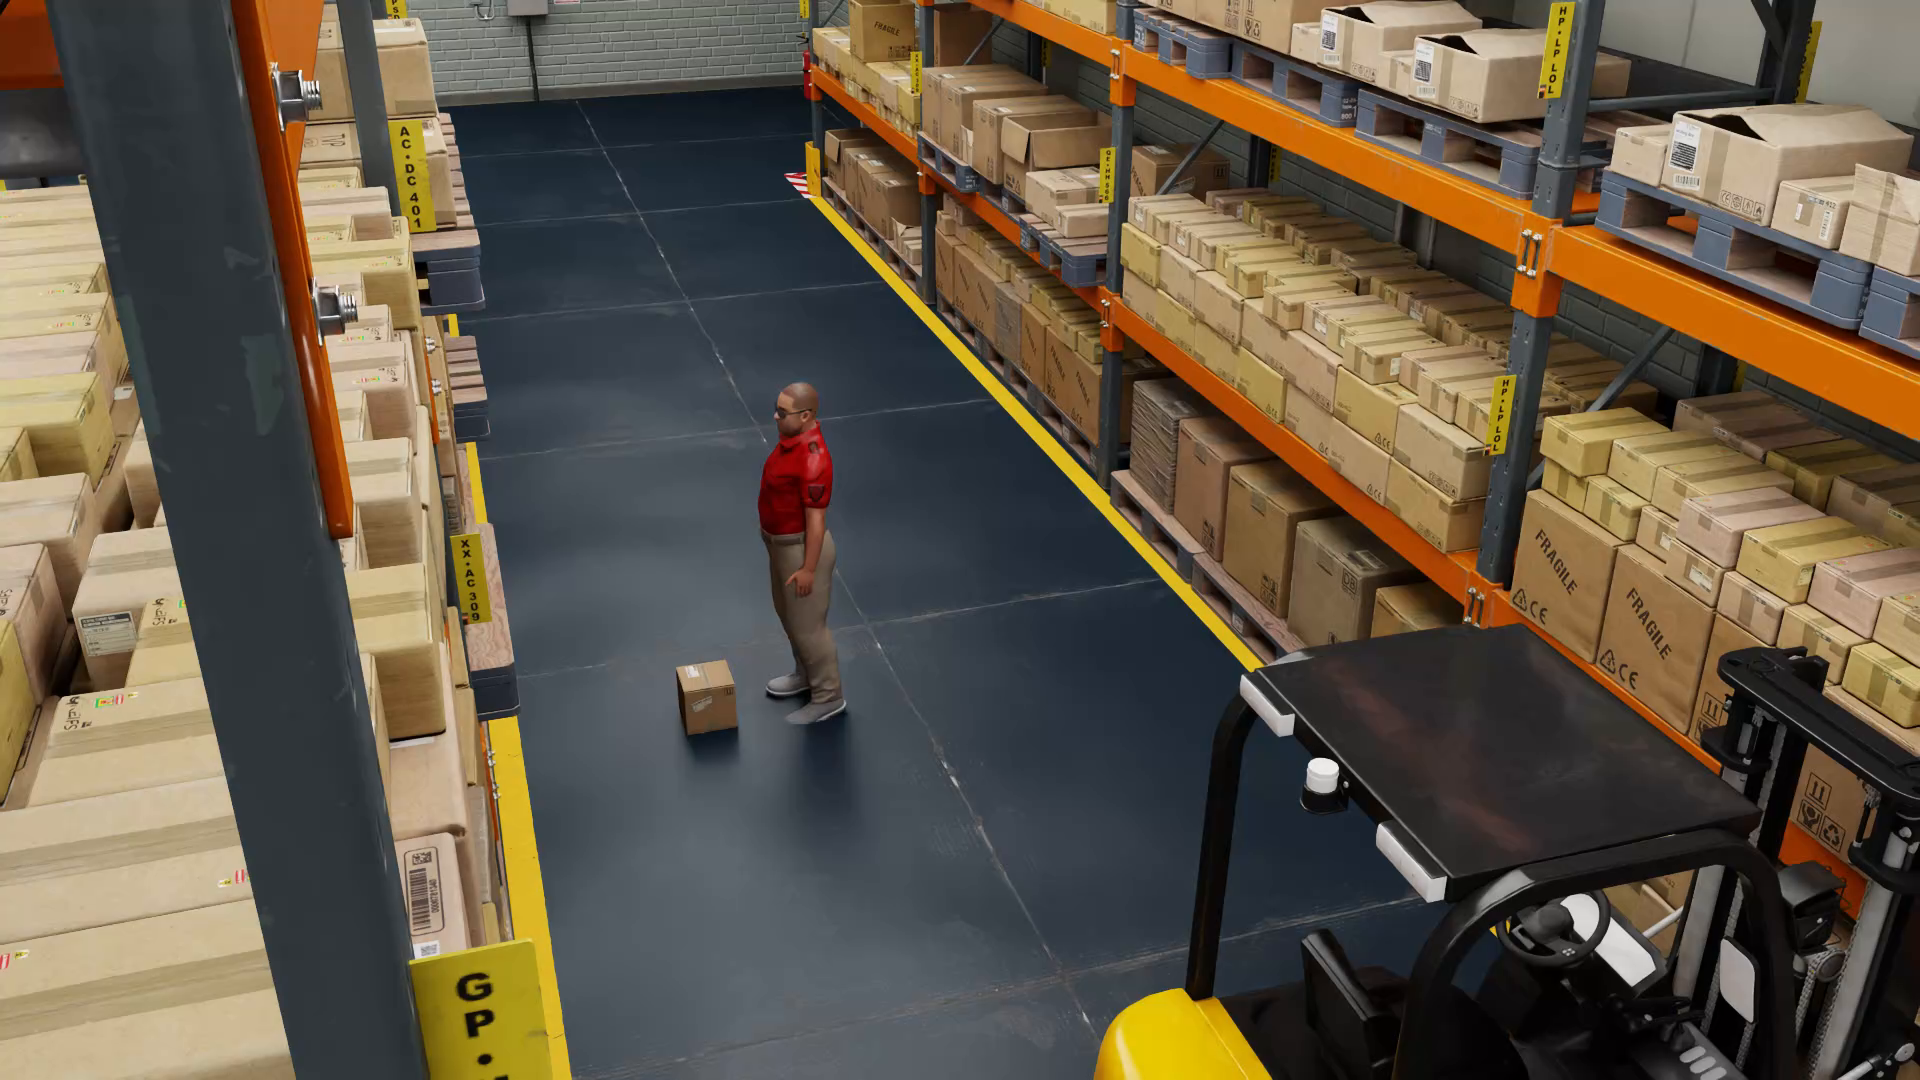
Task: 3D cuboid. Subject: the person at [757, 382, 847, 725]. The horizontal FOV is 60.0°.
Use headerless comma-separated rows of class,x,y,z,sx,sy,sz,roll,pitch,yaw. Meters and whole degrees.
person,-0.782,0.071,8.032,0.372,1.755,0.527,-7,27,-15
